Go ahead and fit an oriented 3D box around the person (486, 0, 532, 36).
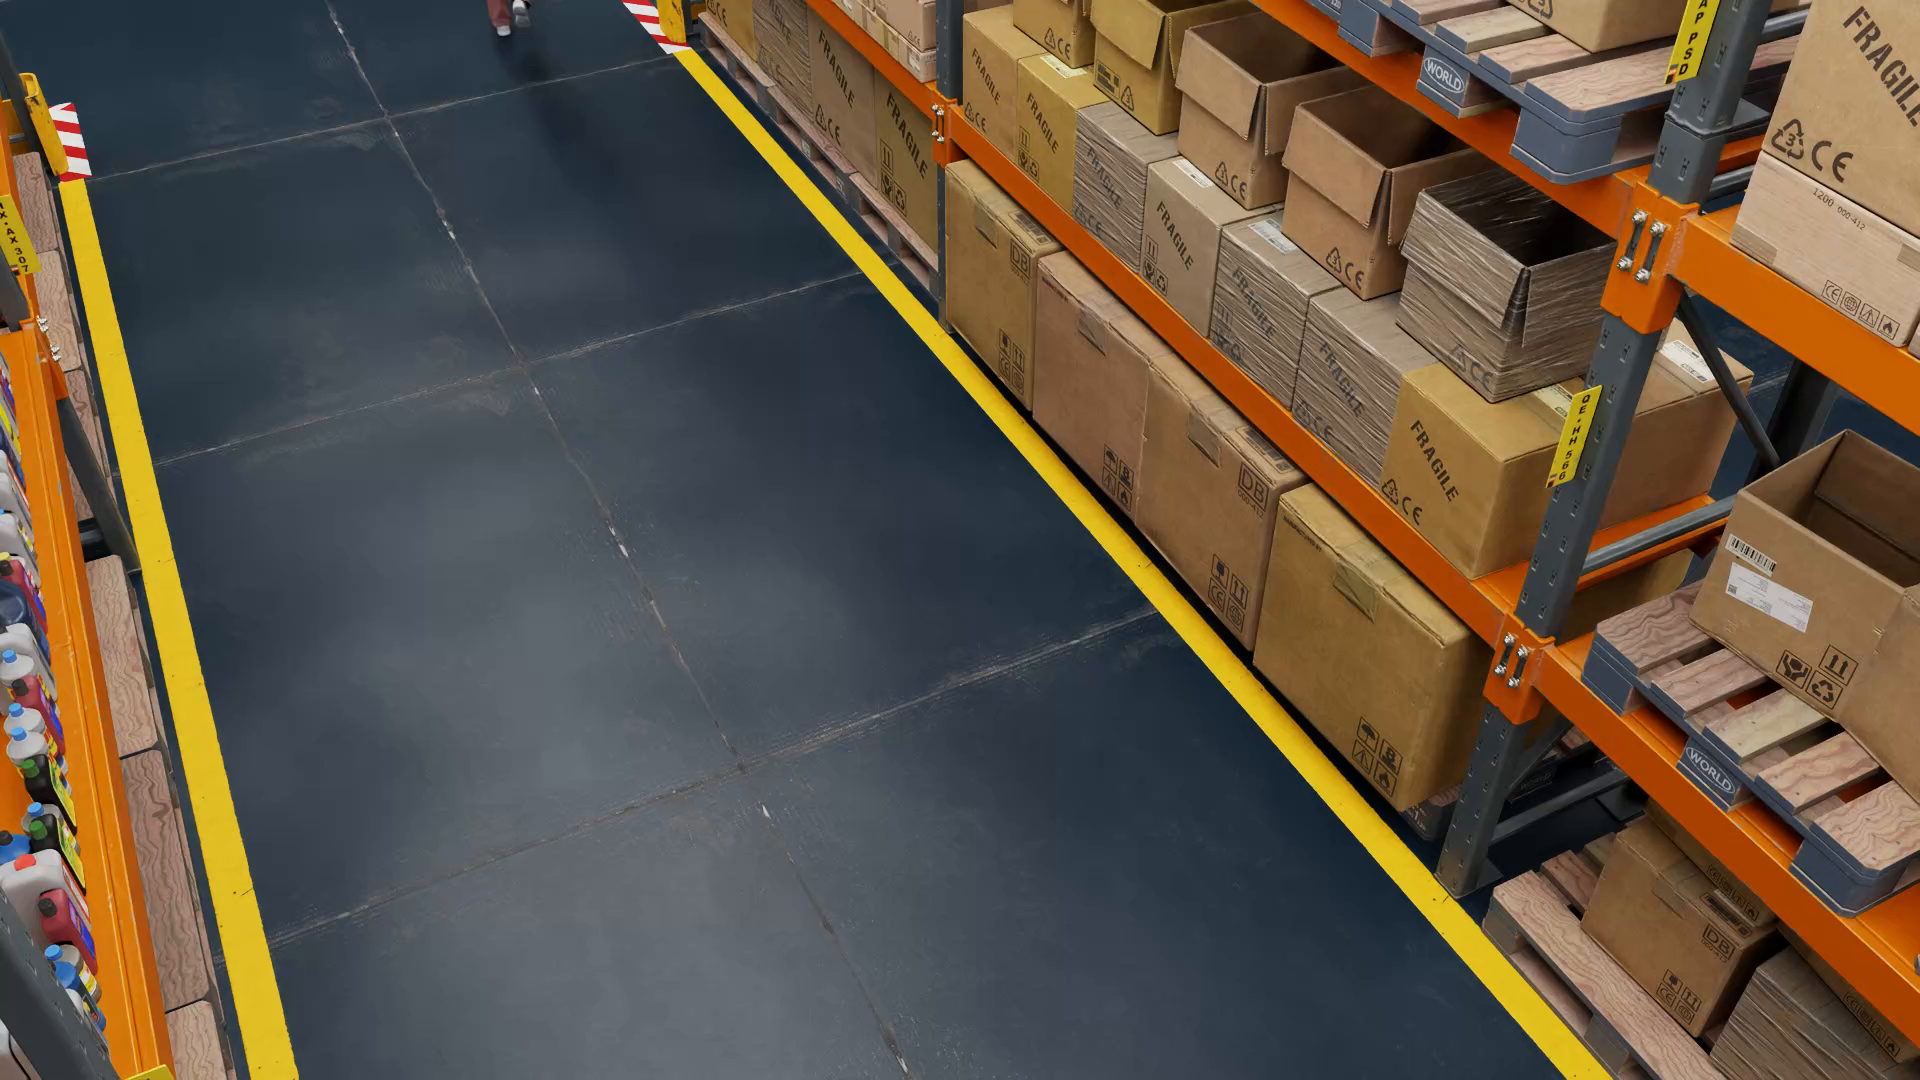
[{"bbox_3d":[-3.041,-4.125,10.799,0.487,1.664,0.468,-7,42,-8],"label":"person"}]
